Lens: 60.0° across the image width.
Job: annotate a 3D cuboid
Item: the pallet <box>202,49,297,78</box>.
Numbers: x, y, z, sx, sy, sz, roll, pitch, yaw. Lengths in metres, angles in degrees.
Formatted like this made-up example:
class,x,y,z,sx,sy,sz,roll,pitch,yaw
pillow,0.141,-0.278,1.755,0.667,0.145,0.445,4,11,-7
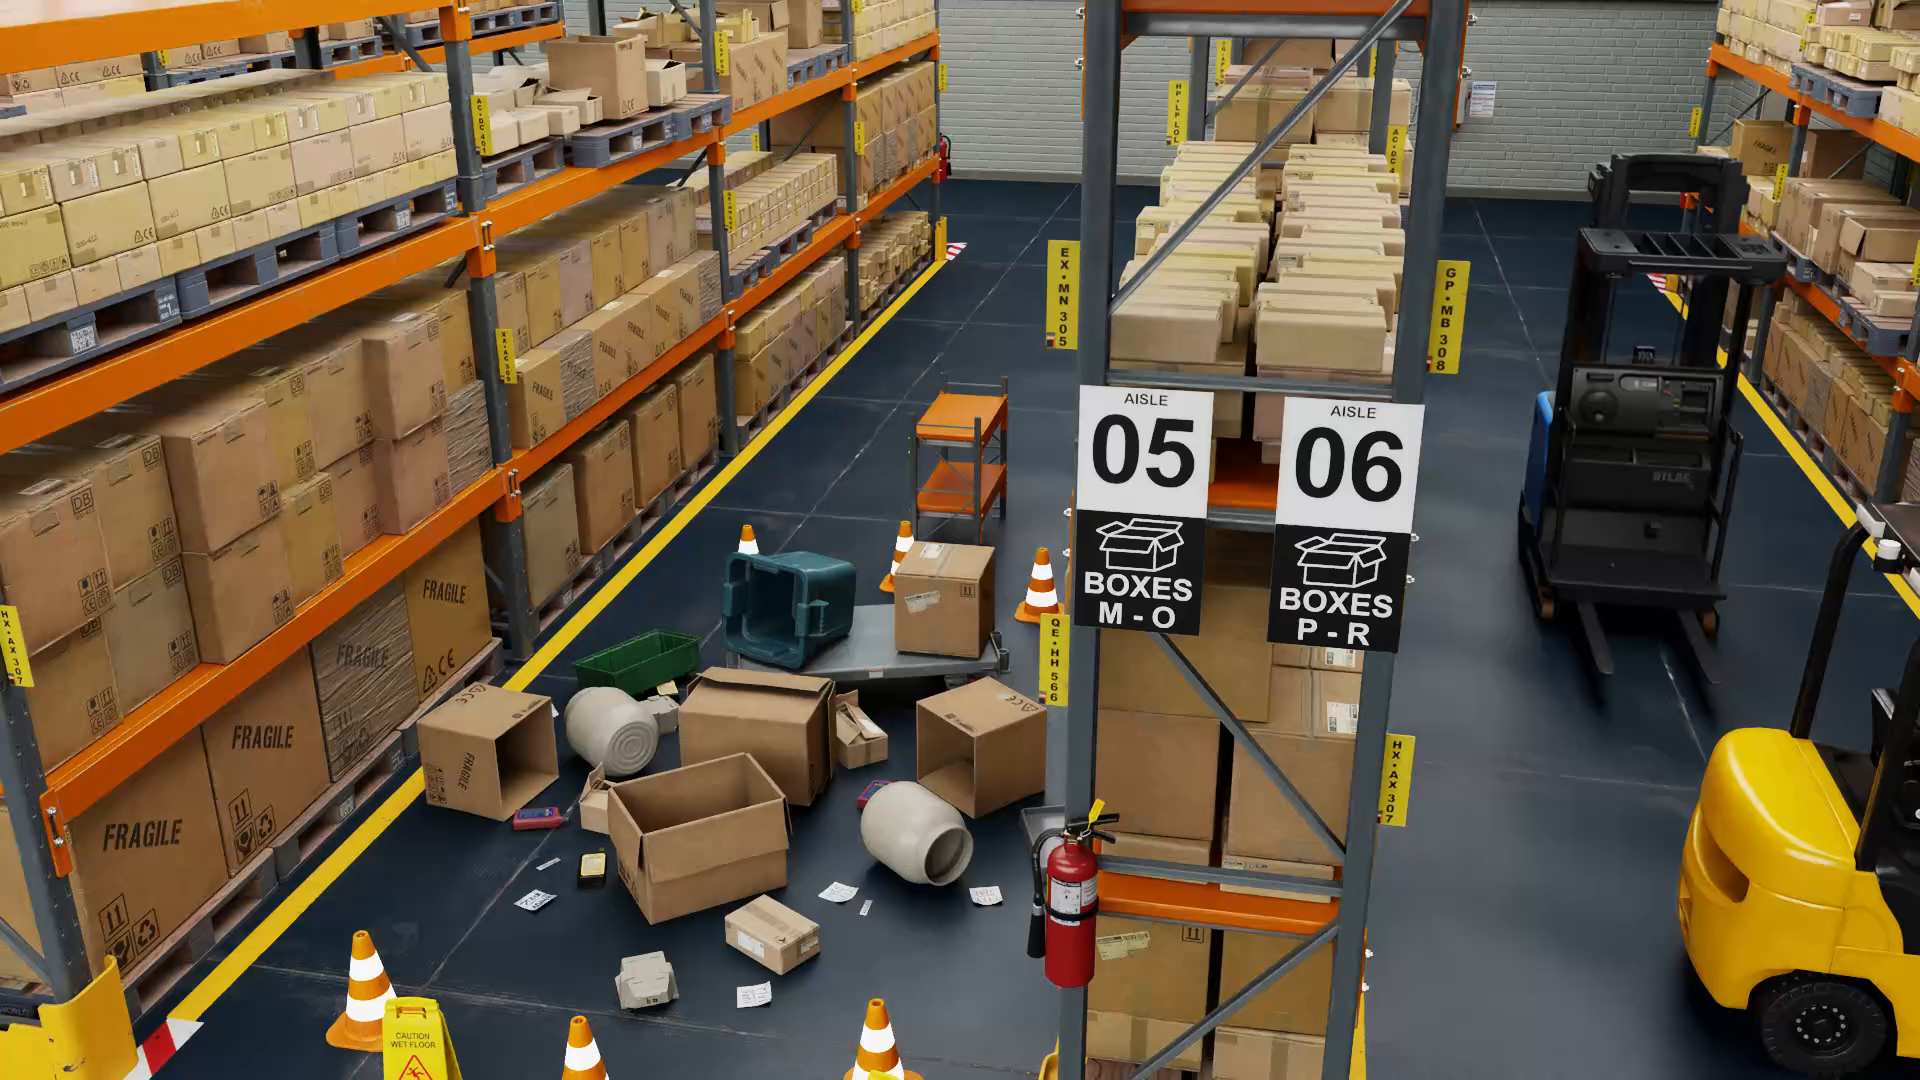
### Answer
class,x,y,z,sx,sy,sz,roll,pitch,yaw
pallet,-6.917,-4.510,15.774,1.003,0.211,1.213,6,23,13

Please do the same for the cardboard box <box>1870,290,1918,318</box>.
class,x,y,z,sx,sy,sz,roll,pitch,yaw
cardboard box,7.098,-1.772,12.514,0.380,0.149,0.250,5,22,12

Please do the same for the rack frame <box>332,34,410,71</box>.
class,x,y,z,sx,sy,sz,roll,pitch,yaw
rack frame,-6.405,-4.020,18.320,1.000,3.000,0.127,4,22,11

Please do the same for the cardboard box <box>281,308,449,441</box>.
class,x,y,z,sx,sy,sz,roll,pitch,yaw
cardboard box,-3.310,-0.907,8.945,0.875,0.550,0.550,4,22,11

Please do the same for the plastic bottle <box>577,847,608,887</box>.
class,x,y,z,sx,sy,sz,roll,pitch,yaw
plastic bottle,-1.822,1.618,8.255,0.133,0.061,0.283,-3,22,-8

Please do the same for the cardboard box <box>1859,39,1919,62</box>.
class,x,y,z,sx,sy,sz,roll,pitch,yaw
cardboard box,7.409,-3.898,13.244,0.380,0.149,0.250,5,22,11

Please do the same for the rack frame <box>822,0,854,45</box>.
class,x,y,z,sx,sy,sz,roll,pitch,yaw
rack frame,-1.570,-6.388,16.169,1.000,3.000,0.127,4,22,11

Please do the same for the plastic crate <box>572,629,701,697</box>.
class,x,y,z,sx,sy,sz,roll,pitch,yaw
plastic crate,-1.956,0.762,10.134,0.450,0.188,0.662,7,21,42

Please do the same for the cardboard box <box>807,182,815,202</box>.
class,x,y,z,sx,sy,sz,roll,pitch,yaw
cardboard box,-1.616,-3.373,16.090,0.380,0.149,0.250,4,22,9

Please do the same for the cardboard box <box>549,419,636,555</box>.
class,x,y,z,sx,sy,sz,roll,pitch,yaw
cardboard box,-2.963,-0.417,11.823,1.050,0.750,0.750,4,22,11

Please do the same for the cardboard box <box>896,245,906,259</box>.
class,x,y,z,sx,sy,sz,roll,pitch,yaw
cardboard box,-0.850,-3.391,19.613,0.380,0.149,0.250,6,23,14

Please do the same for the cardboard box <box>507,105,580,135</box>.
class,x,y,z,sx,sy,sz,roll,pitch,yaw
cardboard box,-2.662,-2.688,10.638,0.380,0.149,0.250,4,22,11

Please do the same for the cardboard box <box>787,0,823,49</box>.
class,x,y,z,sx,sy,sz,roll,pitch,yaw
cardboard box,-1.755,-5.107,16.309,0.700,0.500,0.500,4,22,11

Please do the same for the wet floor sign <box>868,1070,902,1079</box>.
class,x,y,z,sx,sy,sz,roll,pitch,yaw
wet floor sign,-0.239,2.204,6.017,0.267,0.644,0.232,13,25,29

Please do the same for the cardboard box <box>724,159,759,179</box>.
class,x,y,z,sx,sy,sz,roll,pitch,yaw
cardboard box,-2.207,-3.654,16.390,0.380,0.149,0.250,5,22,11

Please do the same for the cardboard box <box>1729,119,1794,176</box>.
class,x,y,z,sx,sy,sz,roll,pitch,yaw
cardboard box,8.310,-4.073,17.250,0.500,0.500,0.500,5,22,12

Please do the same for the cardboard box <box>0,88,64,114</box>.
class,x,y,z,sx,sy,sz,roll,pitch,yaw
cardboard box,-7.271,-3.321,12.769,0.500,0.250,0.500,5,22,12

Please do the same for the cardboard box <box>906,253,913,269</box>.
class,x,y,z,sx,sy,sz,roll,pitch,yaw
cardboard box,-0.777,-3.351,19.912,0.380,0.149,0.250,3,22,9

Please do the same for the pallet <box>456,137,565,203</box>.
class,x,y,z,sx,sy,sz,roll,pitch,yaw
pallet,-3.064,-2.321,10.342,0.805,0.209,1.217,4,22,9

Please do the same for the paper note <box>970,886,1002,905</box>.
class,x,y,z,sx,sy,sz,roll,pitch,yaw
paper note,0.127,1.716,8.052,0.142,0.019,0.148,-3,22,-8

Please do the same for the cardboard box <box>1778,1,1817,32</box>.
class,x,y,z,sx,sy,sz,roll,pitch,yaw
cardboard box,8.119,-4.969,15.793,0.500,0.250,0.500,4,22,10

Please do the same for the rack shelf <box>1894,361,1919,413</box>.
class,x,y,z,sx,sy,sz,roll,pitch,yaw
rack shelf,6.932,-0.360,10.194,1.077,0.370,4.000,4,22,11

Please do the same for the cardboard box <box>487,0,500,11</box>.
class,x,y,z,sx,sy,sz,roll,pitch,yaw
cardboard box,-5.934,-6.578,19.827,0.700,0.500,0.500,3,22,7

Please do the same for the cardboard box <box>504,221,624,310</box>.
class,x,y,z,sx,sy,sz,roll,pitch,yaw
cardboard box,-2.796,-1.929,11.656,0.700,0.500,0.500,4,22,10

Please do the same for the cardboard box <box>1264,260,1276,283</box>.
class,x,y,z,sx,sy,sz,roll,pitch,yaw
cardboard box,1.405,-0.874,6.295,0.500,0.250,0.500,5,22,12

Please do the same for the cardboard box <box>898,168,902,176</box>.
class,x,y,z,sx,sy,sz,roll,pitch,yaw
cardboard box,-0.893,-4.346,19.466,0.380,0.149,0.250,4,22,9

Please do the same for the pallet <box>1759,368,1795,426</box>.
class,x,y,z,sx,sy,sz,roll,pitch,yaw
pallet,8.027,-1.294,15.283,1.003,0.211,1.213,4,22,11

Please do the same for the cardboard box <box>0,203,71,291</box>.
class,x,y,z,sx,sy,sz,roll,pitch,yaw
cardboard box,-3.669,-1.074,6.097,0.500,0.250,0.500,4,22,11

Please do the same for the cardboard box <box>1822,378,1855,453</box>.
class,x,y,z,sx,sy,sz,roll,pitch,yaw
cardboard box,7.432,-1.005,13.617,0.500,0.500,0.500,5,23,13

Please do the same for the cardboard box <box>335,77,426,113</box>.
class,x,y,z,sx,sy,sz,roll,pitch,yaw
cardboard box,-3.017,-2.315,8.643,0.380,0.149,0.250,4,22,11

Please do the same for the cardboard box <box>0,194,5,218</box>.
class,x,y,z,sx,sy,sz,roll,pitch,yaw
cardboard box,-3.639,-1.200,5.876,0.380,0.149,0.250,5,22,12

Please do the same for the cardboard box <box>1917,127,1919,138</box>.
class,x,y,z,sx,sy,sz,roll,pitch,yaw
cardboard box,7.207,-2.953,11.856,0.500,0.250,0.500,4,22,9

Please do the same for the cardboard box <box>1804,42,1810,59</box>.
class,x,y,z,sx,sy,sz,roll,pitch,yaw
cardboard box,7.706,-4.325,14.702,0.380,0.149,0.250,5,22,12

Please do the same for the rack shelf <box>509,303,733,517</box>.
class,x,y,z,sx,sy,sz,roll,pitch,yaw
rack shelf,-2.795,-1.077,11.976,1.077,0.370,4.000,4,22,11

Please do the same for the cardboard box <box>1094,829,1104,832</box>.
class,x,y,z,sx,sy,sz,roll,pitch,yaw
cardboard box,0.658,0.986,6.226,0.380,0.149,0.250,4,22,10

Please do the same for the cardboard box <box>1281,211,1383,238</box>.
class,x,y,z,sx,sy,sz,roll,pitch,yaw
cardboard box,1.461,-1.189,6.545,0.380,0.149,0.250,5,22,12

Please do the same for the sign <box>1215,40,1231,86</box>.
class,x,y,z,sx,sy,sz,roll,pitch,yaw
sign,1.938,-3.515,12.253,0.100,0.325,0.005,4,22,11

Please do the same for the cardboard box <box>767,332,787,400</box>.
class,x,y,z,sx,sy,sz,roll,pitch,yaw
cardboard box,-1.893,-1.601,15.097,0.500,0.500,0.500,5,22,12

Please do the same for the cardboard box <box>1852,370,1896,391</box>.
class,x,y,z,sx,sy,sz,roll,pitch,yaw
cardboard box,7.414,-1.249,13.355,0.380,0.149,0.250,5,22,12

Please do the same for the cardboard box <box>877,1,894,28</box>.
class,x,y,z,sx,sy,sz,roll,pitch,yaw
cardboard box,-1.015,-5.681,17.961,0.500,0.250,0.500,5,22,12

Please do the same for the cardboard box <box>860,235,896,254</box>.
class,x,y,z,sx,sy,sz,roll,pitch,yaw
cardboard box,-0.953,-3.433,19.321,0.380,0.149,0.250,5,22,11

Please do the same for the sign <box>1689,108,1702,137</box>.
class,x,y,z,sx,sy,sz,roll,pitch,yaw
sign,8.441,-4.793,19.081,0.100,0.325,0.005,4,22,11

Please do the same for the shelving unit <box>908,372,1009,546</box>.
class,x,y,z,sx,sy,sz,roll,pitch,yaw
shelving unit,0.001,-0.524,12.150,0.538,1.125,1.048,4,22,11

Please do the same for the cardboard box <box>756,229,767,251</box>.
class,x,y,z,sx,sy,sz,roll,pitch,yaw
cardboard box,-1.935,-2.664,14.728,0.380,0.149,0.250,5,23,13

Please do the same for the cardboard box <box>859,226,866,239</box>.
class,x,y,z,sx,sy,sz,roll,pitch,yaw
cardboard box,-1.344,-3.660,19.885,0.380,0.149,0.250,5,23,13

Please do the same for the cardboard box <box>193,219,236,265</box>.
class,x,y,z,sx,sy,sz,roll,pitch,yaw
cardboard box,-3.378,-1.295,7.179,0.380,0.149,0.250,4,22,11

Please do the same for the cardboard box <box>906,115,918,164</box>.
class,x,y,z,sx,sy,sz,roll,pitch,yaw
cardboard box,-0.798,-4.694,19.462,0.500,0.500,0.500,5,22,11

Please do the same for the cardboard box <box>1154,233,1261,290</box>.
class,x,y,z,sx,sy,sz,roll,pitch,yaw
cardboard box,0.911,-1.031,6.152,0.380,0.149,0.250,4,22,11

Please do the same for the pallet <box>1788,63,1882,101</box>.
class,x,y,z,sx,sy,sz,roll,pitch,yaw
pallet,7.954,-3.959,14.404,1.213,0.211,1.003,4,22,11

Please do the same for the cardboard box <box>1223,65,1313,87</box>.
class,x,y,z,sx,sy,sz,roll,pitch,yaw
cardboard box,1.844,-2.684,9.957,0.500,0.250,0.500,5,22,12

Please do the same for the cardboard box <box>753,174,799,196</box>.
class,x,y,z,sx,sy,sz,roll,pitch,yaw
cardboard box,-1.728,-3.321,15.562,0.380,0.149,0.250,3,22,9

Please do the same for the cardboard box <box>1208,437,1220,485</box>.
class,x,y,z,sx,sy,sz,roll,pitch,yaw
cardboard box,0.647,-0.303,5.411,0.380,0.149,0.250,5,22,11

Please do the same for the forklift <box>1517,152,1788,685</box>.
class,x,y,z,sx,sy,sz,roll,pitch,yaw
forklift,4.429,-0.893,10.649,1.130,2.935,3.031,5,22,11

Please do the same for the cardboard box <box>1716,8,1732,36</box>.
class,x,y,z,sx,sy,sz,roll,pitch,yaw
cardboard box,8.614,-5.669,18.202,0.500,0.250,0.500,4,22,10

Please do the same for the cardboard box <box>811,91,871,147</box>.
class,x,y,z,sx,sy,sz,roll,pitch,yaw
cardboard box,-1.240,-4.400,17.392,0.500,0.500,0.500,5,22,12

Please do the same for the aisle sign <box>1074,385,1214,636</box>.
class,x,y,z,sx,sy,sz,roll,pitch,yaw
aisle sign,0.551,-0.081,5.060,0.394,0.787,0.004,4,22,11
